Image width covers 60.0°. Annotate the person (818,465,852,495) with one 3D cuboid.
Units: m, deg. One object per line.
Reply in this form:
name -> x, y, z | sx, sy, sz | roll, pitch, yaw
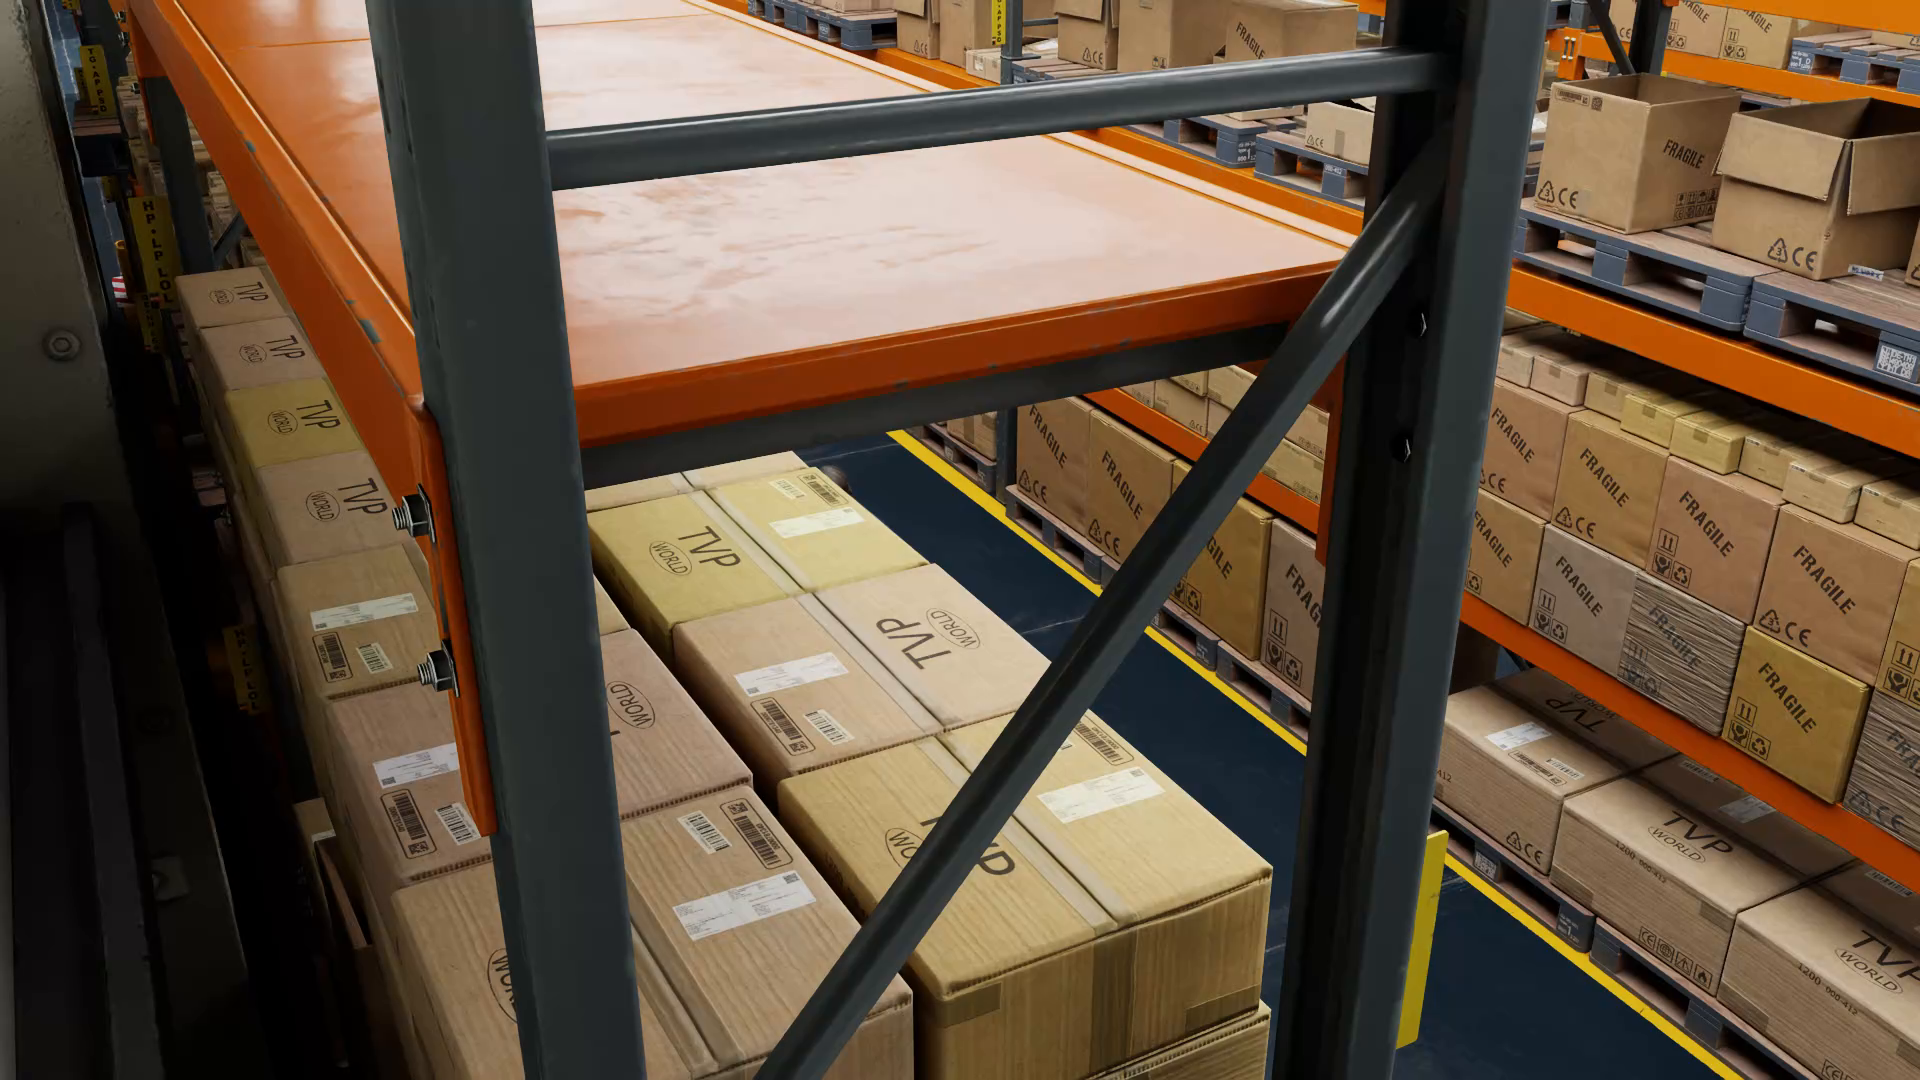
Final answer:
person -> -0.681, 0.400, 8.263 | 0.497, 1.635, 0.522 | 20, 32, 35
